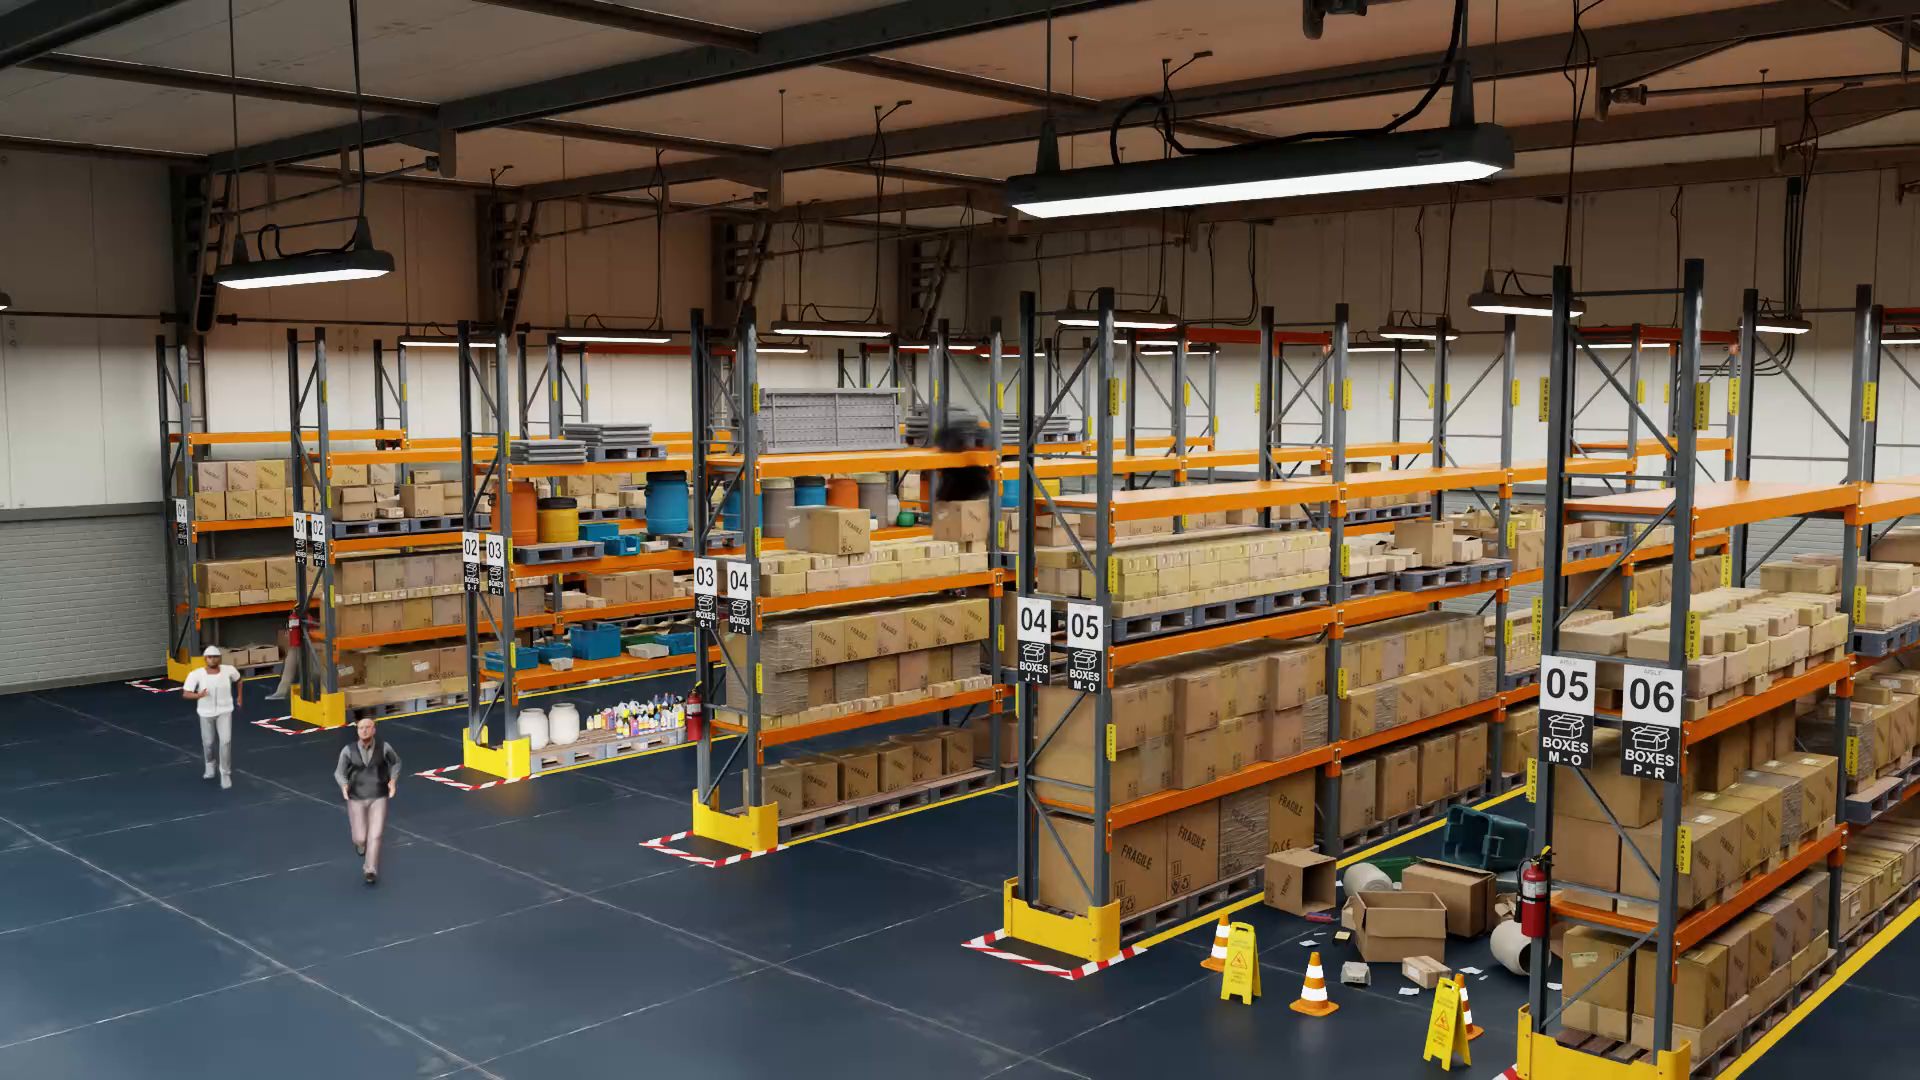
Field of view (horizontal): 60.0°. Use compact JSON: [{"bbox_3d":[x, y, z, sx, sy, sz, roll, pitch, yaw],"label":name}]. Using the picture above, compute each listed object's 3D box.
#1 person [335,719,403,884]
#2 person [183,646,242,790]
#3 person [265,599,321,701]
[{"bbox_3d":[-6.178,2.709,17.404,0.676,1.690,0.814,-2,6,-18],"label":"person"},{"bbox_3d":[-9.619,2.259,21.442,0.718,1.819,0.834,-3,6,-27],"label":"person"},{"bbox_3d":[-10.612,1.774,26.783,0.690,1.708,1.056,5,7,41],"label":"person"}]
